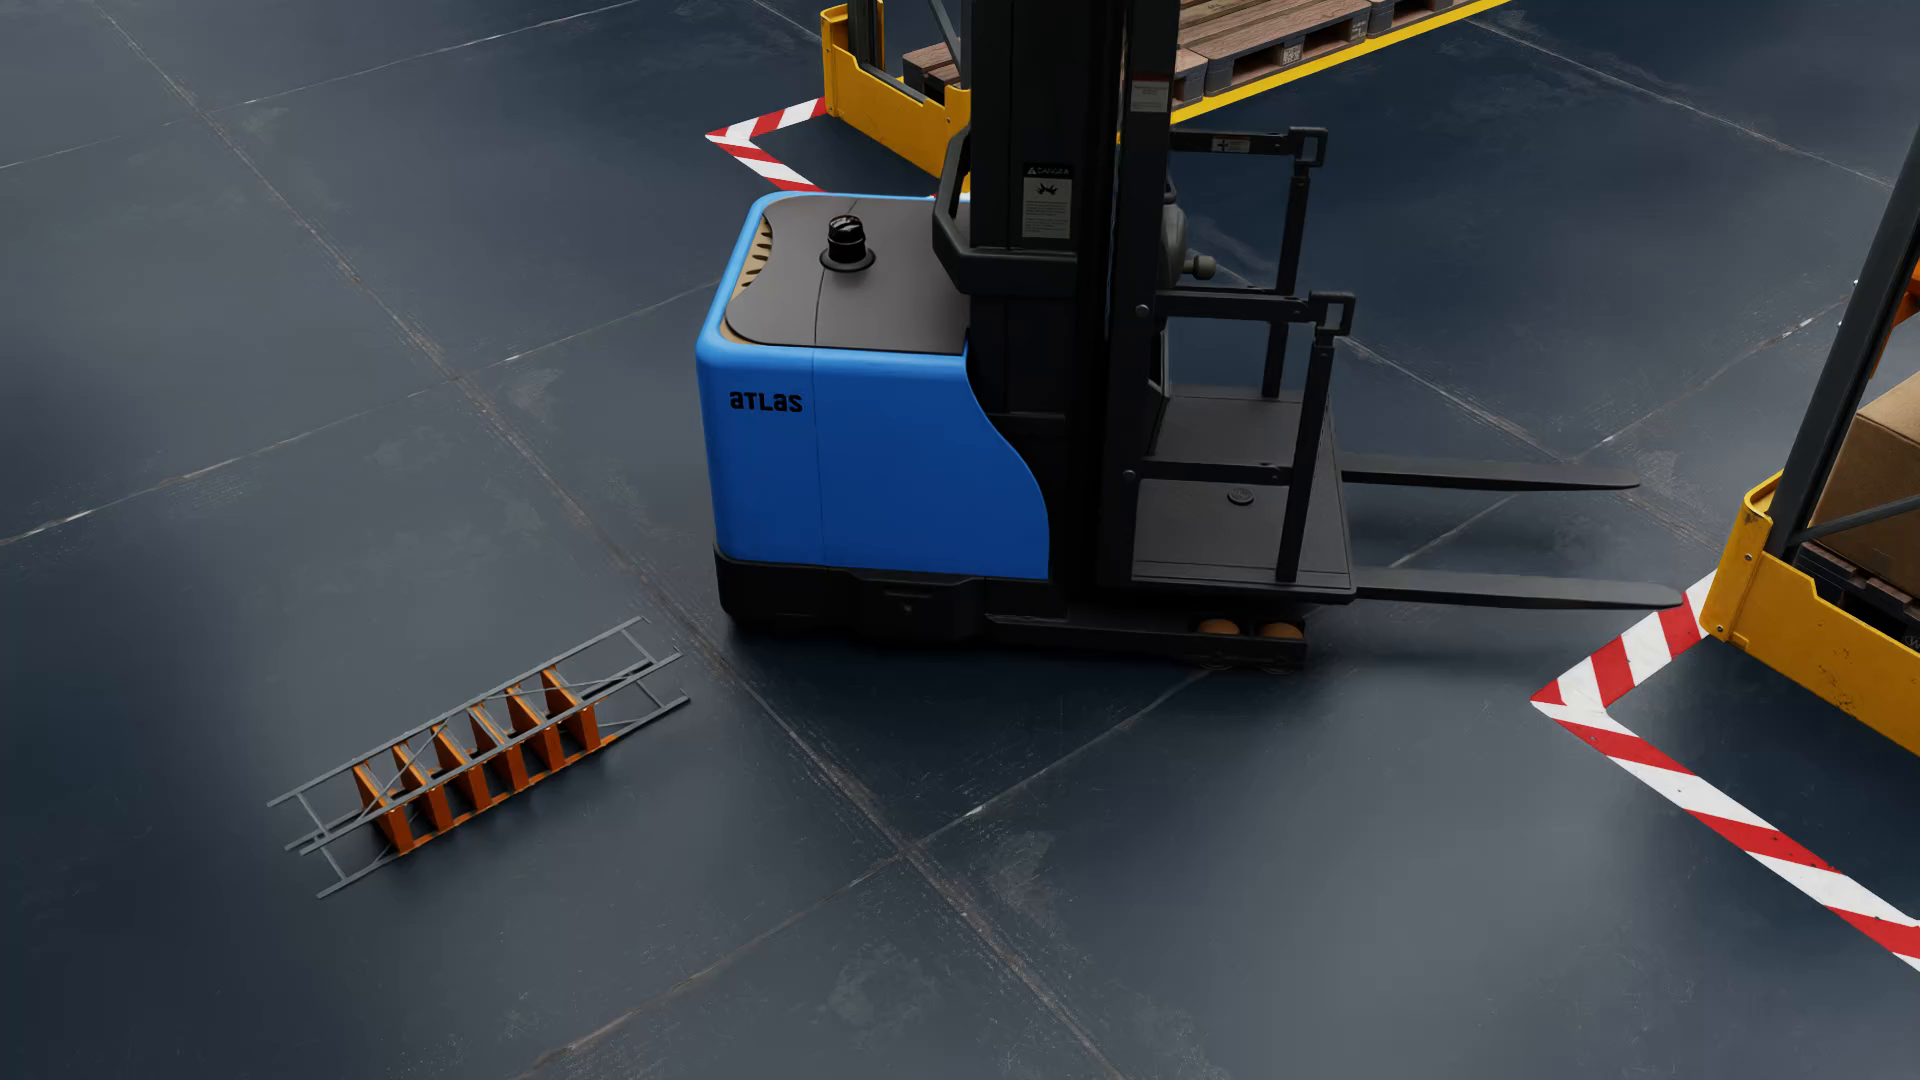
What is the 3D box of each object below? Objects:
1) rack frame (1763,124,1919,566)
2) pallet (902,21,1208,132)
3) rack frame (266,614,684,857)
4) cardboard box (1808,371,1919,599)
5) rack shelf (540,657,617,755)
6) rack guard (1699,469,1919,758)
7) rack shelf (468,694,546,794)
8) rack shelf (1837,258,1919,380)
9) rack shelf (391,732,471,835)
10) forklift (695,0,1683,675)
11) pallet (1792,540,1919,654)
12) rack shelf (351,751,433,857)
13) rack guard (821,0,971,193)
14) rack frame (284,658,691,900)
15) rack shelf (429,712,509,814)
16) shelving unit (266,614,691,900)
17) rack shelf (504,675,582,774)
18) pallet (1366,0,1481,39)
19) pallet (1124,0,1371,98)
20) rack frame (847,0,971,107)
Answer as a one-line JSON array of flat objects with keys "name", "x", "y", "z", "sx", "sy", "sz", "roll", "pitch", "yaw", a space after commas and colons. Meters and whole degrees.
[{"name": "rack frame", "x": 2.815, "y": -0.636, "z": 4.160, "sx": 0.127, "sy": 3.000, "sz": 1.000, "roll": -26, "pitch": 46, "yaw": -28}, {"name": "pallet", "x": 0.477, "y": -2.349, "z": 8.447, "sx": 1.213, "sy": 0.211, "sz": 1.003, "roll": -26, "pitch": 46, "yaw": -28}, {"name": "rack frame", "x": -1.370, "y": 0.537, "z": 4.797, "sx": 1.200, "sy": 0.006, "sz": 0.240, "roll": -28, "pitch": 47, "yaw": -30}, {"name": "cardboard box", "x": 3.096, "y": -0.173, "z": 5.220, "sx": 0.500, "sy": 0.500, "sz": 0.500, "roll": -26, "pitch": 46, "yaw": -28}, {"name": "rack shelf", "x": -1.152, "y": 0.490, "z": 4.995, "sx": 0.103, "sy": 0.180, "sz": 0.258, "roll": -28, "pitch": 47, "yaw": -30}, {"name": "rack guard", "x": 2.875, "y": 0.301, "z": 4.988, "sx": 0.348, "sy": 0.500, "sz": 1.175, "roll": -26, "pitch": 46, "yaw": -28}, {"name": "rack shelf", "x": -1.336, "y": 0.589, "z": 4.877, "sx": 0.103, "sy": 0.180, "sz": 0.258, "roll": -28, "pitch": 47, "yaw": -30}, {"name": "rack shelf", "x": 4.401, "y": -1.131, "z": 5.330, "sx": 4.000, "sy": 0.370, "sz": 1.077, "roll": -26, "pitch": 46, "yaw": -28}, {"name": "rack shelf", "x": -1.520, "y": 0.688, "z": 4.758, "sx": 0.103, "sy": 0.180, "sz": 0.258, "roll": -28, "pitch": 47, "yaw": -30}, {"name": "forklift", "x": 0.770, "y": -1.065, "z": 4.737, "sx": 3.031, "sy": 2.935, "sz": 1.130, "roll": 4, "pitch": 39, "yaw": 4}, {"name": "pallet", "x": 3.507, "y": 0.105, "z": 5.456, "sx": 1.213, "sy": 0.211, "sz": 1.003, "roll": -26, "pitch": 46, "yaw": -28}, {"name": "rack shelf", "x": -1.612, "y": 0.738, "z": 4.699, "sx": 0.103, "sy": 0.180, "sz": 0.258, "roll": -28, "pitch": 47, "yaw": -30}, {"name": "rack guard", "x": -0.212, "y": -2.146, "z": 7.972, "sx": 0.348, "sy": 0.500, "sz": 1.175, "roll": -26, "pitch": 46, "yaw": -28}, {"name": "rack frame", "x": -1.370, "y": 0.678, "z": 4.913, "sx": 1.200, "sy": 0.006, "sz": 0.240, "roll": -28, "pitch": 47, "yaw": -30}, {"name": "rack shelf", "x": -1.428, "y": 0.639, "z": 4.818, "sx": 0.103, "sy": 0.180, "sz": 0.258, "roll": -28, "pitch": 47, "yaw": -30}, {"name": "shelving unit", "x": -1.370, "y": 0.607, "z": 4.855, "sx": 1.200, "sy": 0.189, "sz": 0.258, "roll": -28, "pitch": 47, "yaw": -30}, {"name": "rack shelf", "x": -1.244, "y": 0.540, "z": 4.936, "sx": 0.103, "sy": 0.180, "sz": 0.258, "roll": -28, "pitch": 47, "yaw": -30}, {"name": "pallet", "x": 2.412, "y": -3.292, "z": 9.597, "sx": 1.213, "sy": 0.211, "sz": 1.003, "roll": -26, "pitch": 46, "yaw": -28}, {"name": "pallet", "x": 1.444, "y": -2.818, "z": 9.019, "sx": 1.213, "sy": 0.211, "sz": 1.003, "roll": -26, "pitch": 46, "yaw": -28}, {"name": "rack frame", "x": -0.201, "y": -3.128, "z": 7.198, "sx": 0.127, "sy": 3.000, "sz": 1.000, "roll": -26, "pitch": 46, "yaw": -28}]
